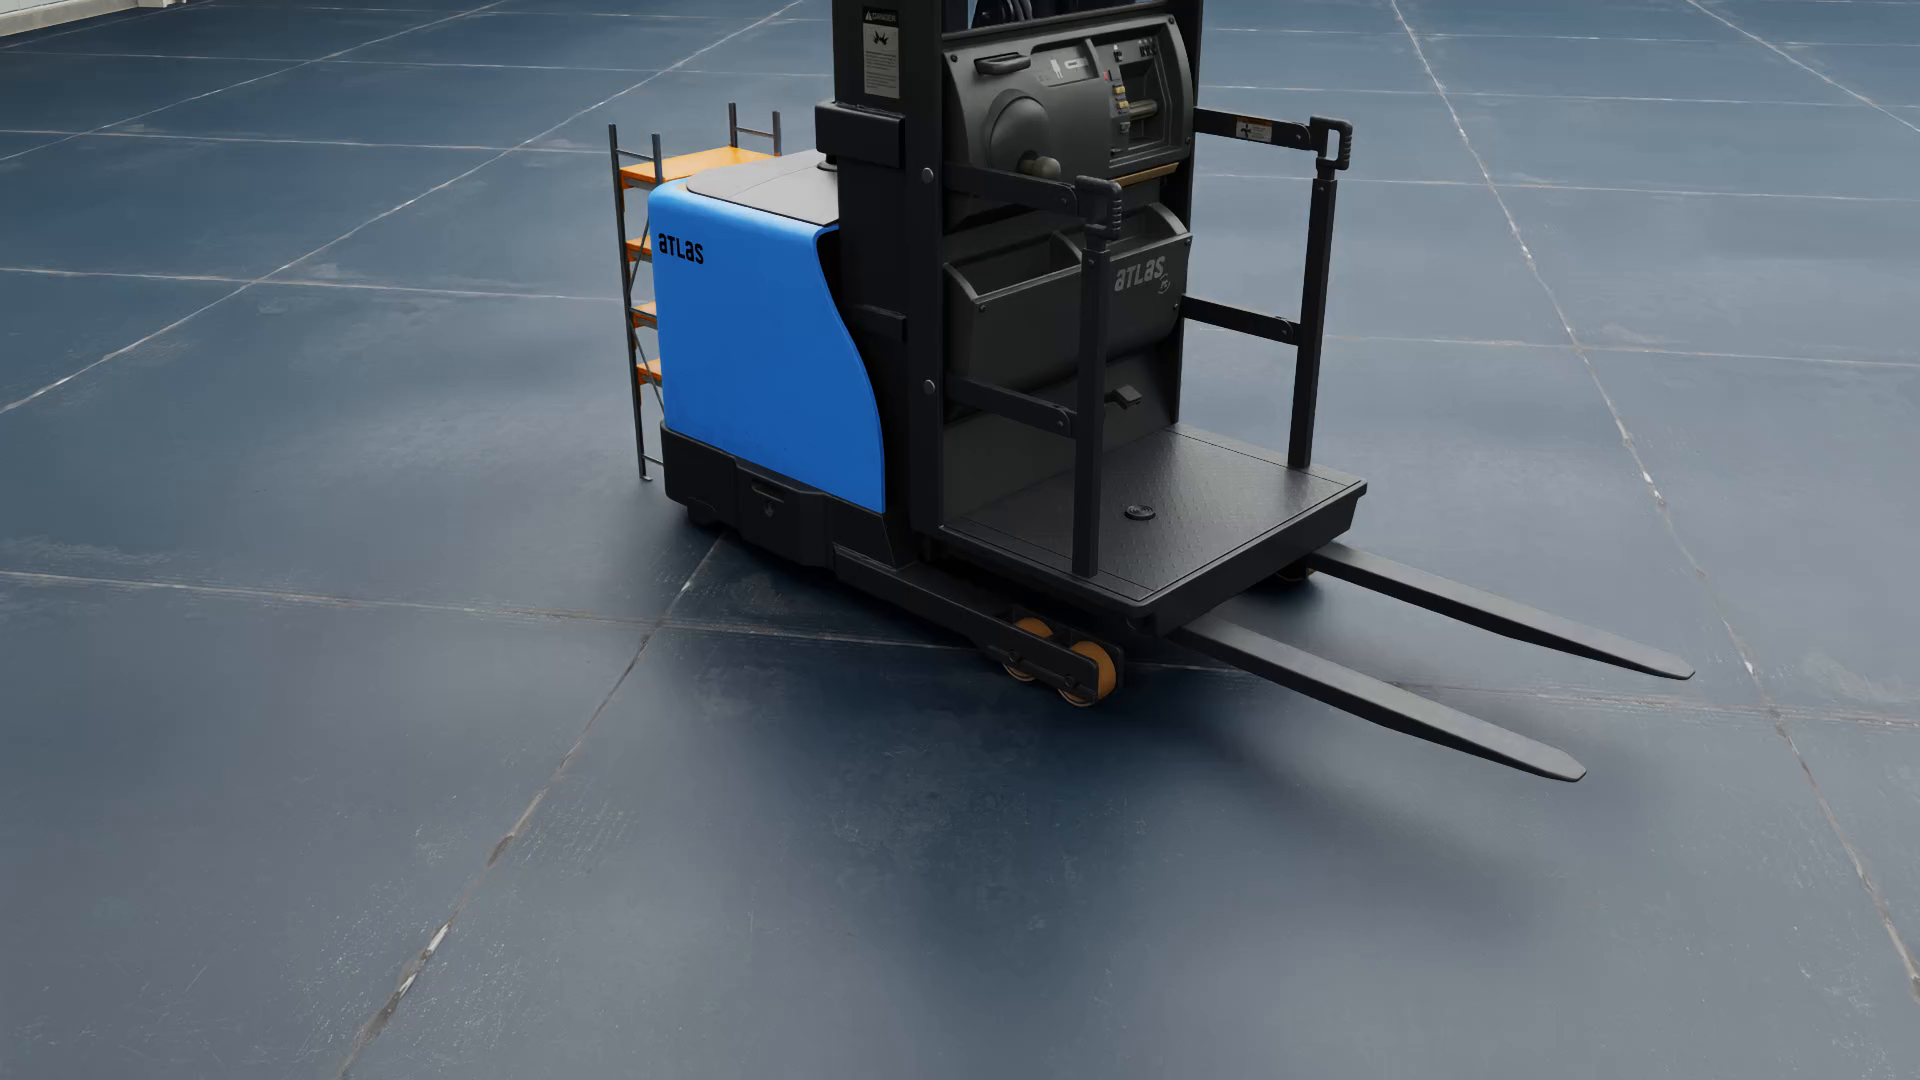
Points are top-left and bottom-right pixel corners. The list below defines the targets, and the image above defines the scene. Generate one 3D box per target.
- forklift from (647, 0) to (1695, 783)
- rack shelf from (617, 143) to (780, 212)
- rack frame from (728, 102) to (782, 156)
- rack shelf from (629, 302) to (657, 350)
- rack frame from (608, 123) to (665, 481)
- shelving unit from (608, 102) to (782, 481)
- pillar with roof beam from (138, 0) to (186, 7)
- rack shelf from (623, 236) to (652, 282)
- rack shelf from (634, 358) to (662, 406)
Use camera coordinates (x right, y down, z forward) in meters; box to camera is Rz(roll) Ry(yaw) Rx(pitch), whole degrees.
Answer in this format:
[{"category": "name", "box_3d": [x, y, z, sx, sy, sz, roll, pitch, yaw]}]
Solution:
[{"category": "forklift", "box_3d": [0.460, -1.145, 4.238, 3.031, 2.935, 1.130, 22, 33, 38]}, {"category": "rack shelf", "box_3d": [-0.842, -1.158, 5.381, 0.258, 0.148, 0.480, 21, 32, 38]}, {"category": "rack frame", "box_3d": [-0.677, -0.878, 5.710, 0.240, 1.200, 0.015, 21, 32, 38]}, {"category": "rack shelf", "box_3d": [-0.842, -0.741, 5.576, 0.258, 0.148, 0.480, 21, 32, 38]}, {"category": "rack frame", "box_3d": [-1.007, -0.726, 5.385, 0.240, 1.200, 0.015, 21, 32, 38]}, {"category": "shelving unit", "box_3d": [-0.842, -0.802, 5.548, 0.258, 1.200, 0.503, 21, 32, 38]}, {"category": "pillar with roof beam", "box_3d": [-3.839, -9.200, 14.290, 9.100, 9.000, 0.400, 4, 25, 9]}, {"category": "rack shelf", "box_3d": [-0.842, -0.943, 5.481, 0.258, 0.148, 0.480, 21, 32, 38]}, {"category": "rack shelf", "box_3d": [-0.842, -0.561, 5.660, 0.258, 0.148, 0.480, 21, 32, 38]}]
